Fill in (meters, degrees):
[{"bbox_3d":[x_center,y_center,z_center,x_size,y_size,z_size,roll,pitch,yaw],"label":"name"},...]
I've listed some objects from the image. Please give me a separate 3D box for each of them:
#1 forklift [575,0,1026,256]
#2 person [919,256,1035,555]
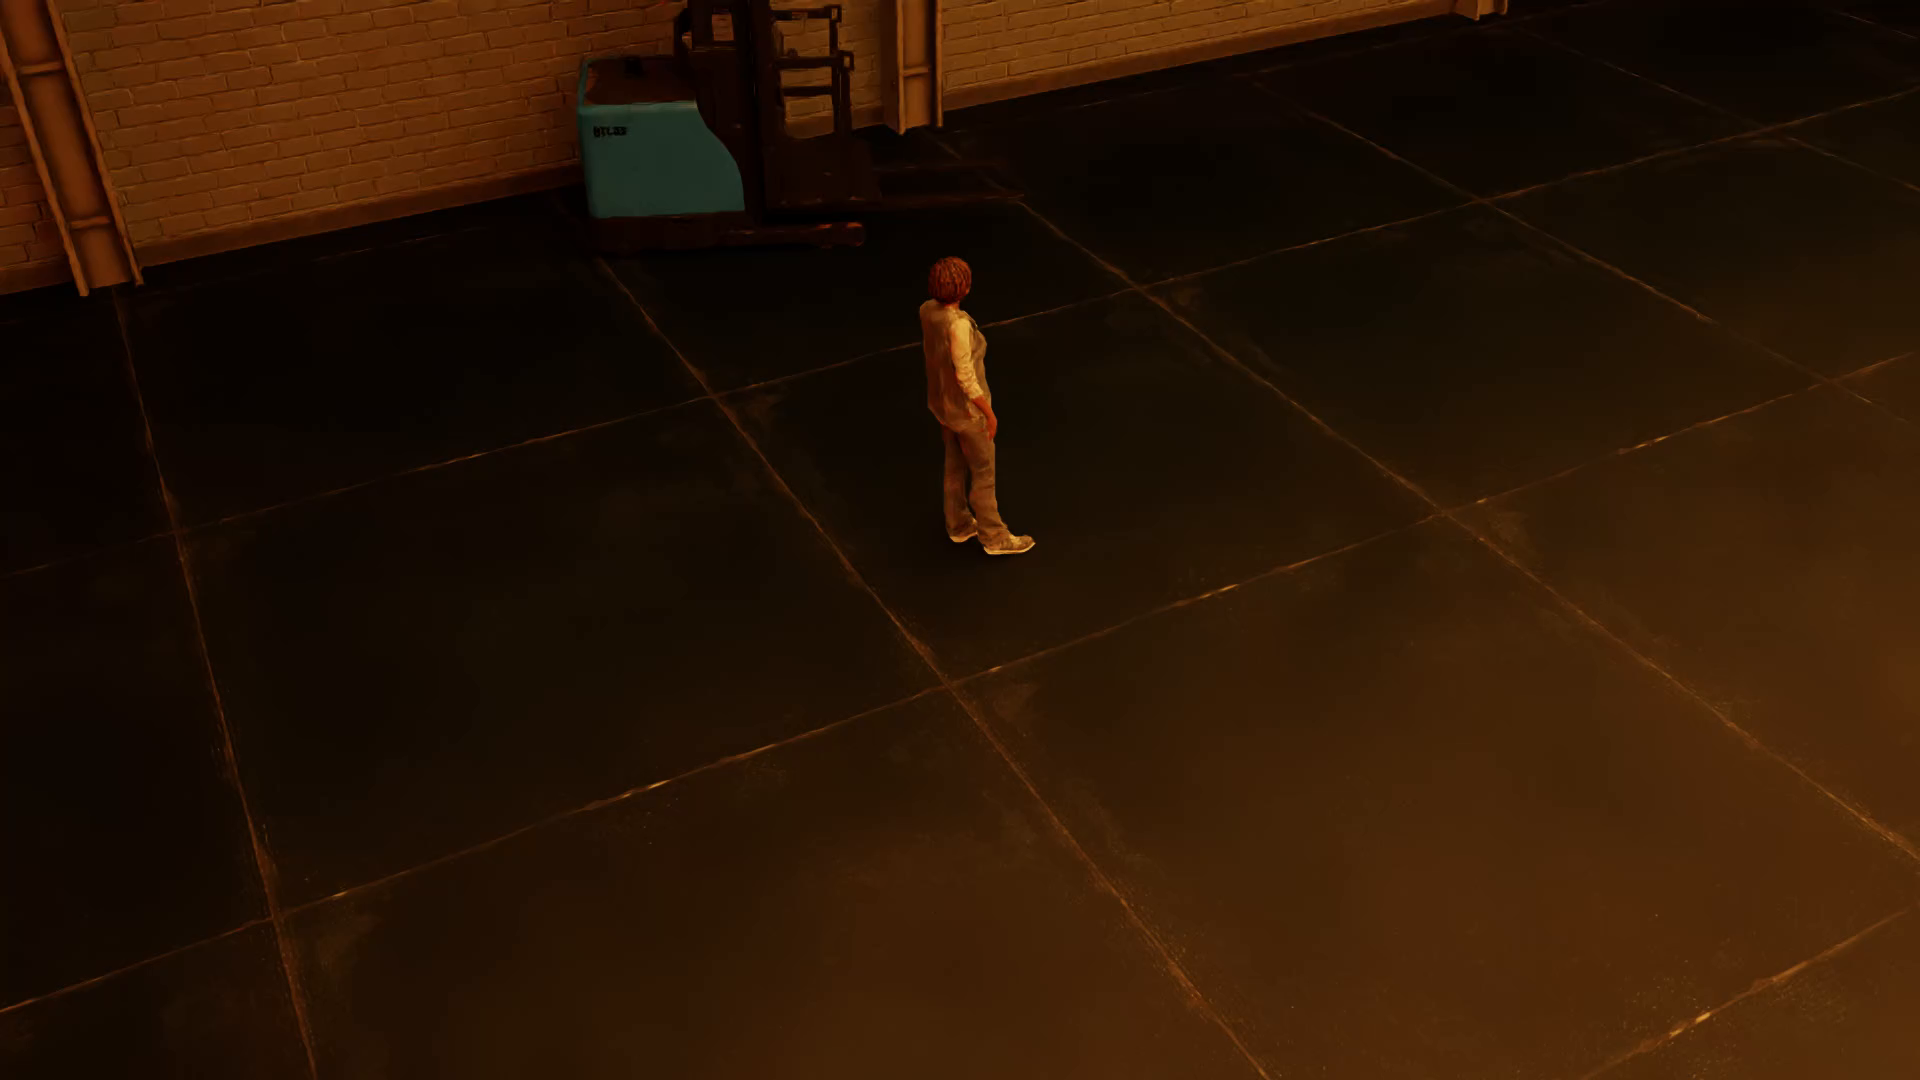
[{"bbox_3d":[-1.083,-3.513,11.094,3.031,2.935,1.130,-5,36,-7],"label":"forklift"},{"bbox_3d":[0.072,-0.671,8.216,0.474,1.597,0.521,-17,39,-23],"label":"person"}]
